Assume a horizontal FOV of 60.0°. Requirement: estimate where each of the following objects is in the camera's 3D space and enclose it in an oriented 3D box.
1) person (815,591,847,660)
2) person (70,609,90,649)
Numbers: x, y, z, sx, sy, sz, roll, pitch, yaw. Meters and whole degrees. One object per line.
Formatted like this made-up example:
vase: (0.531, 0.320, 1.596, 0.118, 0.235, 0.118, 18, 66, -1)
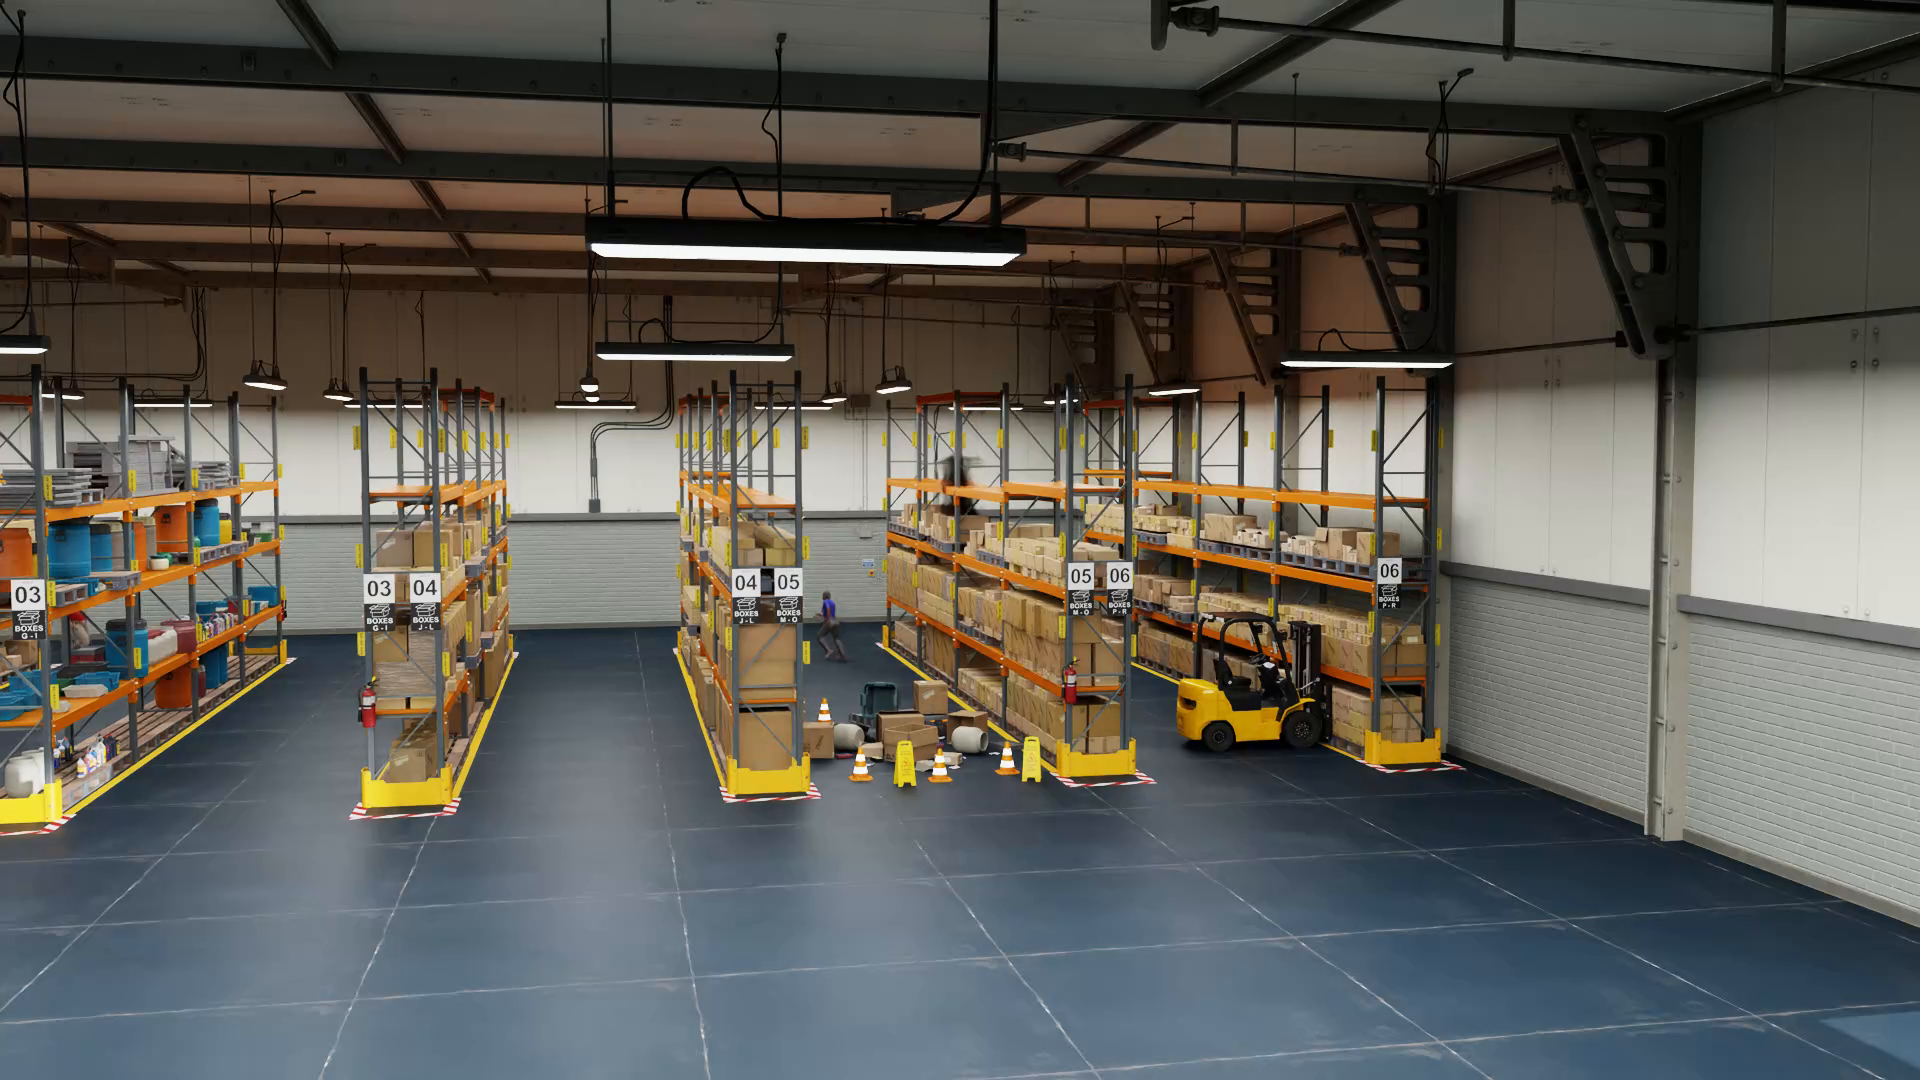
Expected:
person: (-2.985, 1.952, 38.045, 0.912, 1.571, 0.572, 3, 4, 37)
person: (-19.914, 1.936, 37.473, 0.707, 1.687, 0.735, 1, 3, 9)
